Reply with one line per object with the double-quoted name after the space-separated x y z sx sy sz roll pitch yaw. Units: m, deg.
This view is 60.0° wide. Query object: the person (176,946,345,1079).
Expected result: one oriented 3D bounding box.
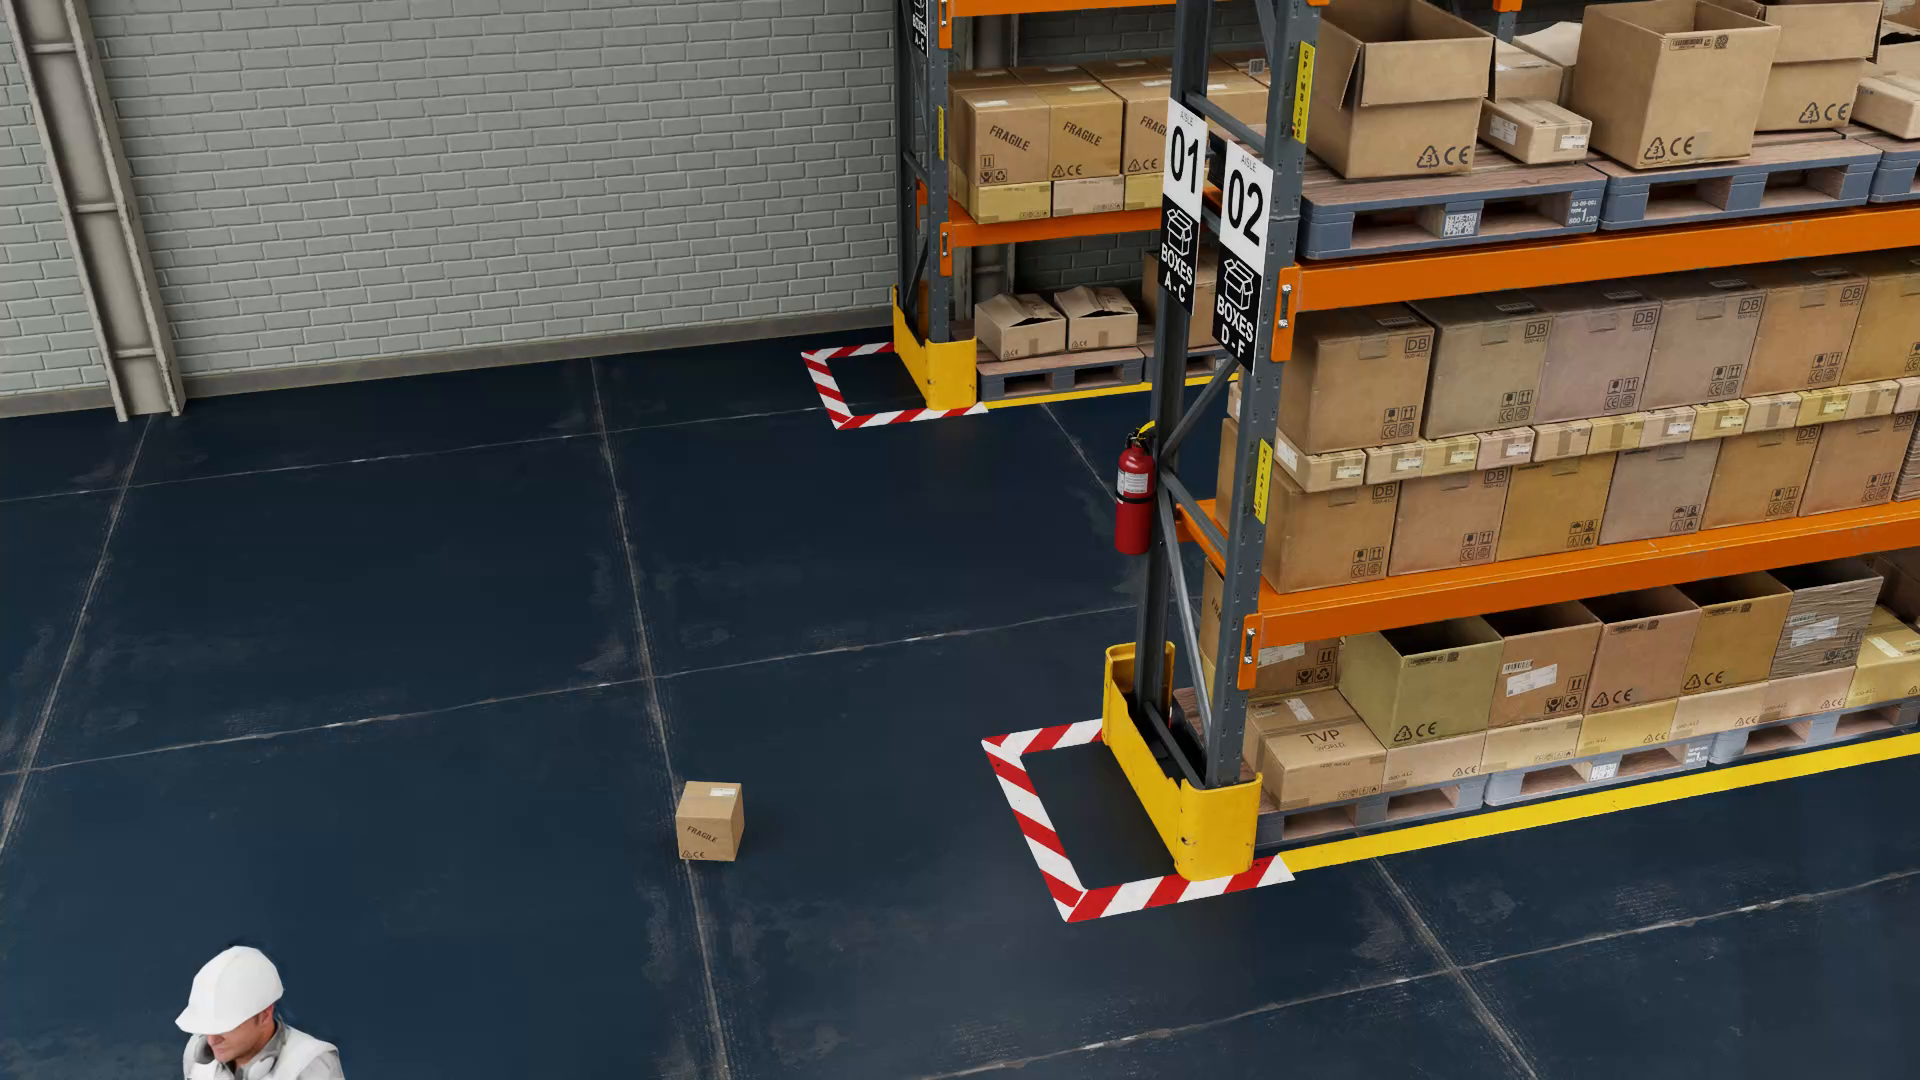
-2.030 1.966 4.831 0.548 1.800 0.766 14 33 22 "person"
